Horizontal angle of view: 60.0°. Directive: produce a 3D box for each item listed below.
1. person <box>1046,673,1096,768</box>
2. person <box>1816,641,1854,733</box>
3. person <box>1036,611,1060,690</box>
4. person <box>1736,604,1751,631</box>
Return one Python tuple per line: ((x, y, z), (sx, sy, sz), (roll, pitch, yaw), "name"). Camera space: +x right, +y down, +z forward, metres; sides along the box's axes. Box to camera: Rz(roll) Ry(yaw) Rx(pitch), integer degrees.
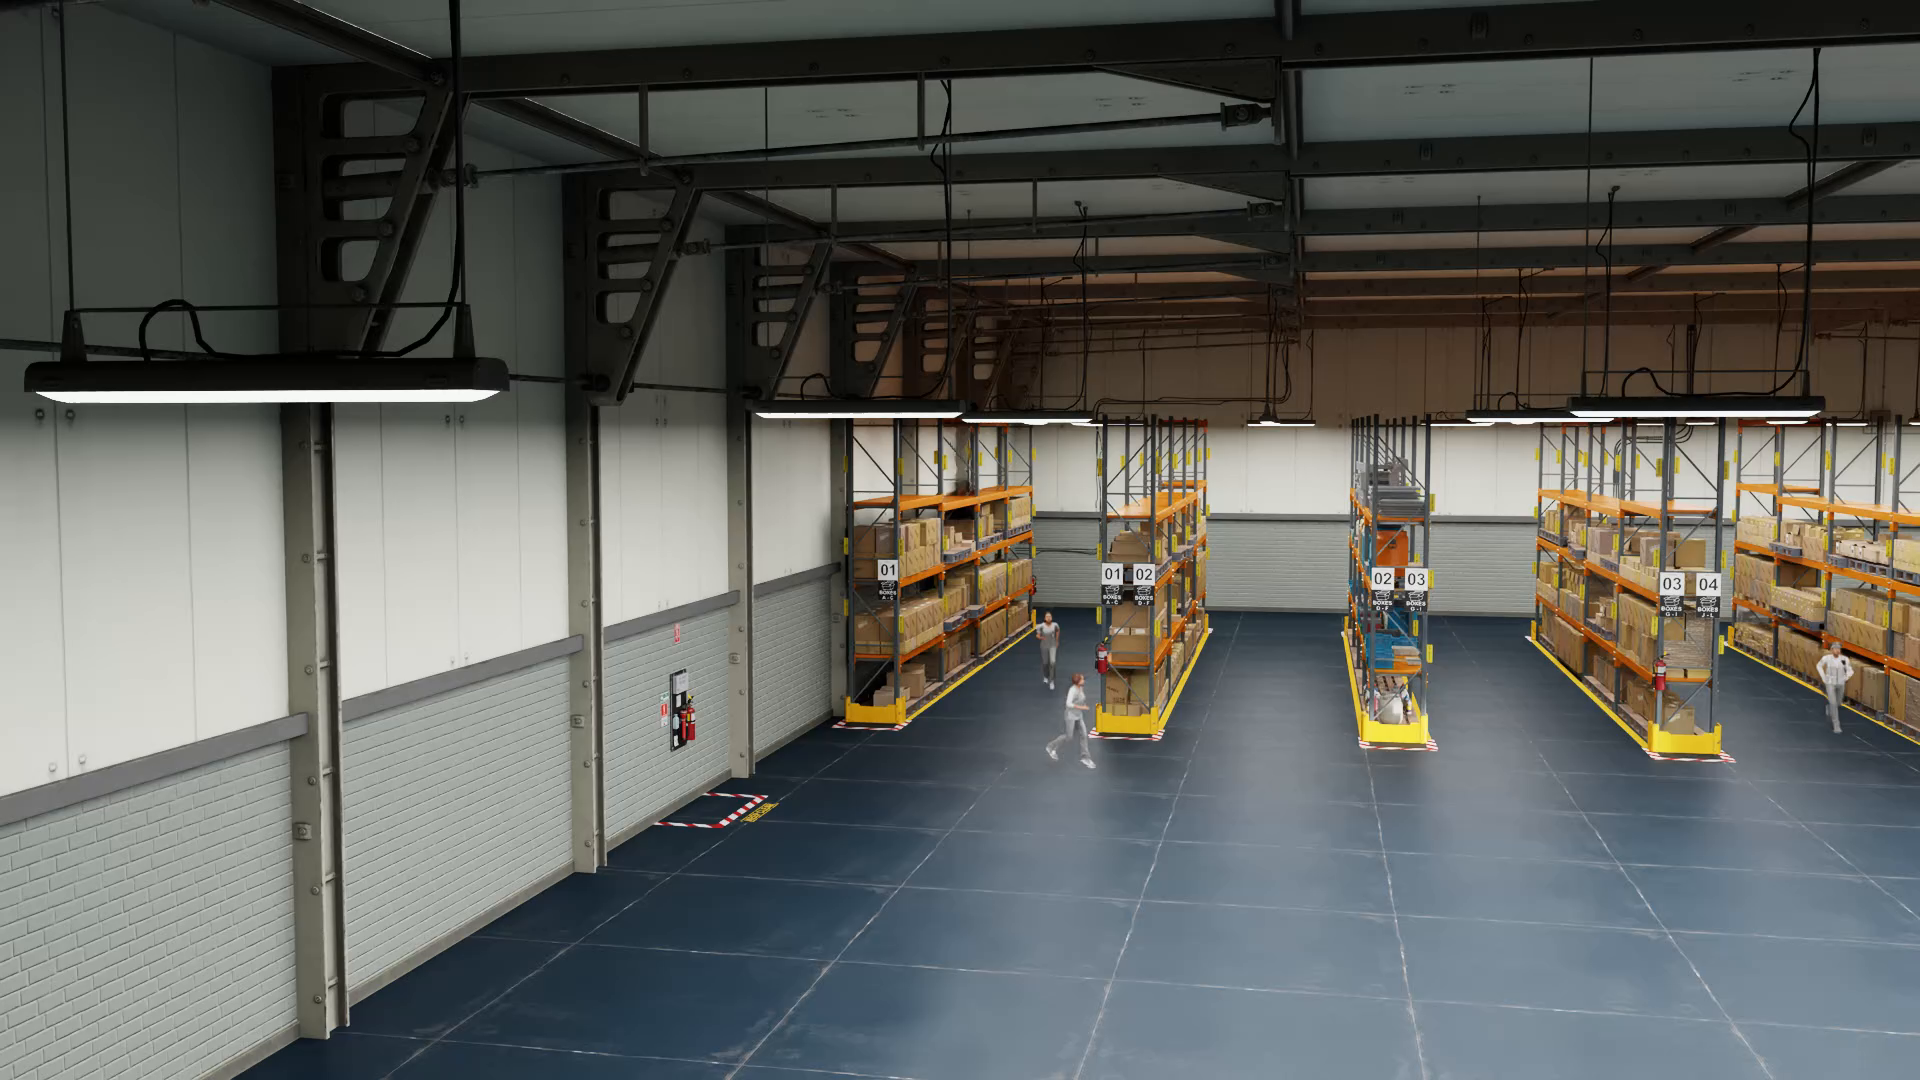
((1.898, 3.043, 28.271), (0.926, 1.603, 0.563), (2, 4, 27), "person")
((16.751, 2.775, 31.814), (0.584, 1.703, 1.094), (1, 4, 10), "person")
((1.952, 2.421, 36.930), (0.518, 1.696, 0.887), (0, 4, 3), "person")
((21.343, 1.886, 45.109), (0.817, 1.708, 0.720), (1, 4, 21), "person")
